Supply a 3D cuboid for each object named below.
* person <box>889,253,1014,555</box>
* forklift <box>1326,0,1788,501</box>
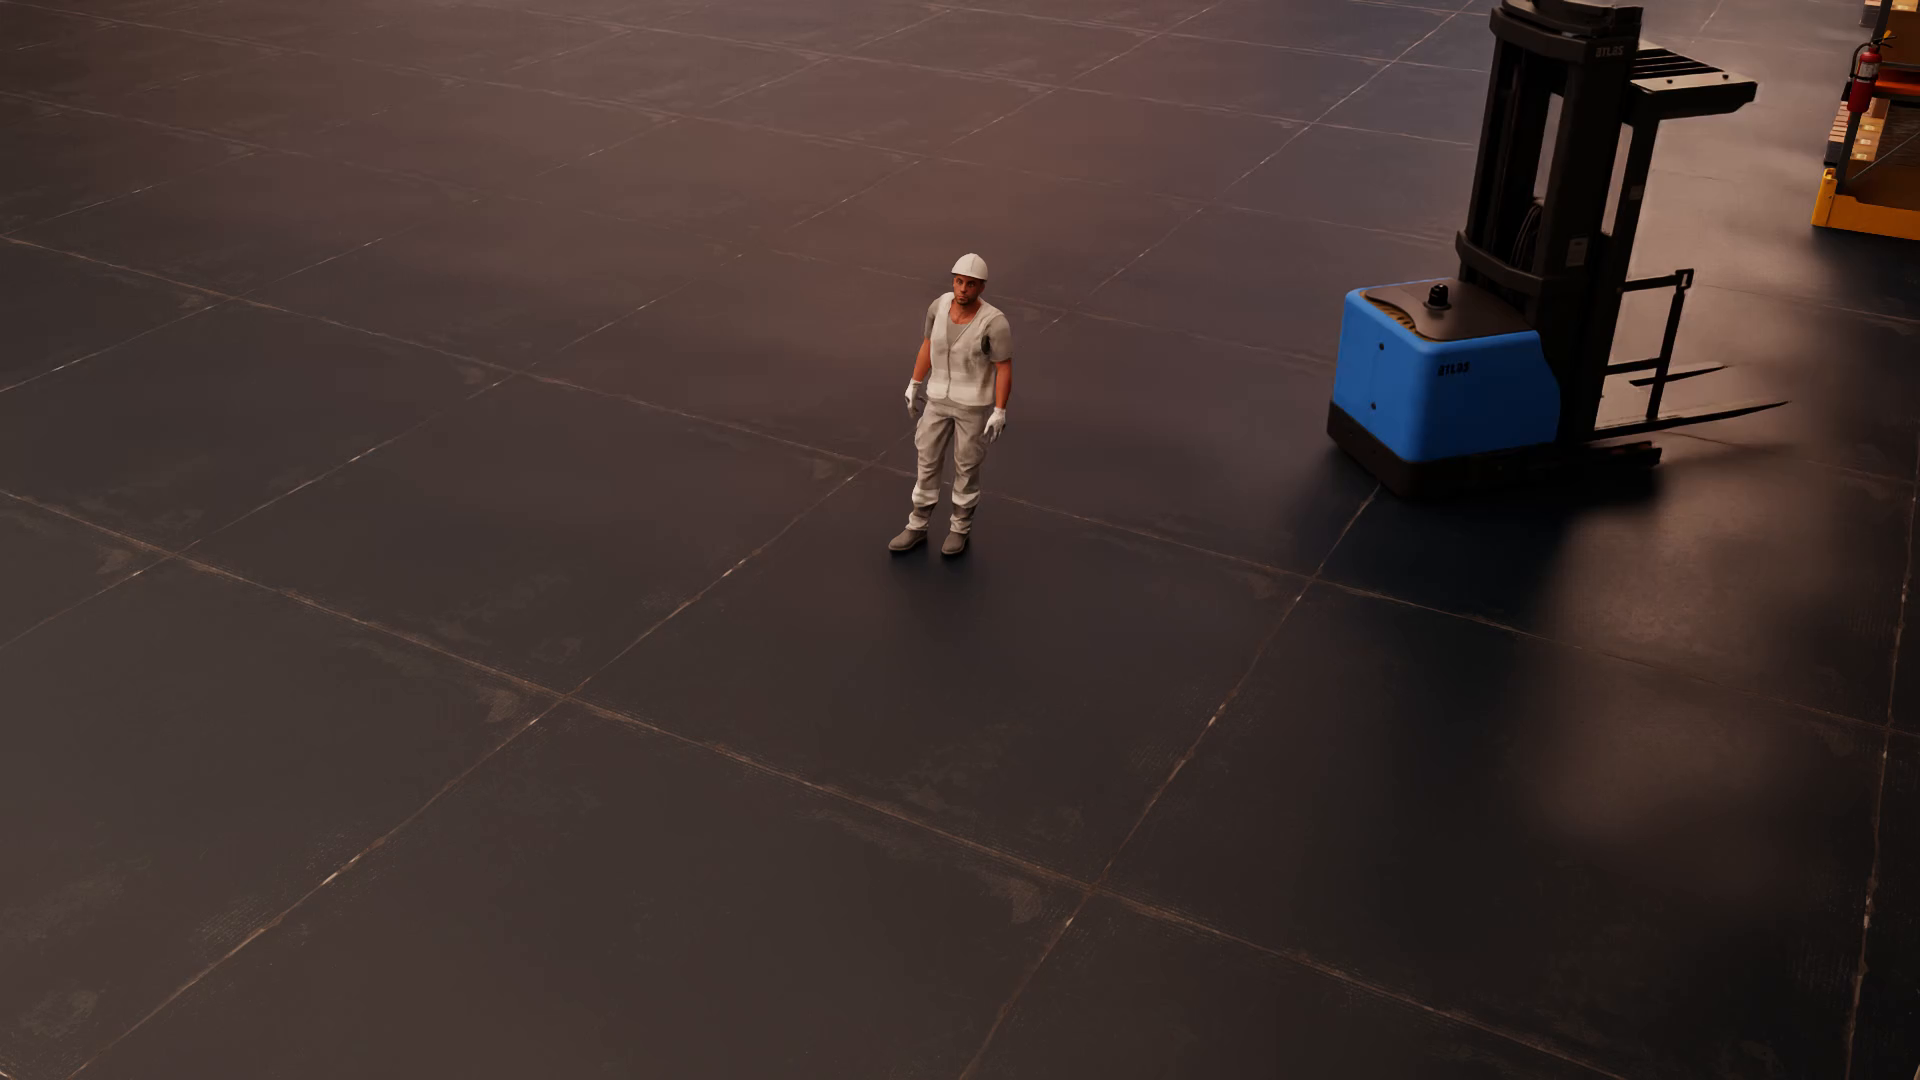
[{"bbox_3d":[-0.048,-0.748,9.495,0.638,1.789,0.562,15,33,25],"label":"person"},{"bbox_3d":[4.021,-1.936,10.426,3.031,2.935,1.130,-9,31,-15],"label":"forklift"}]
